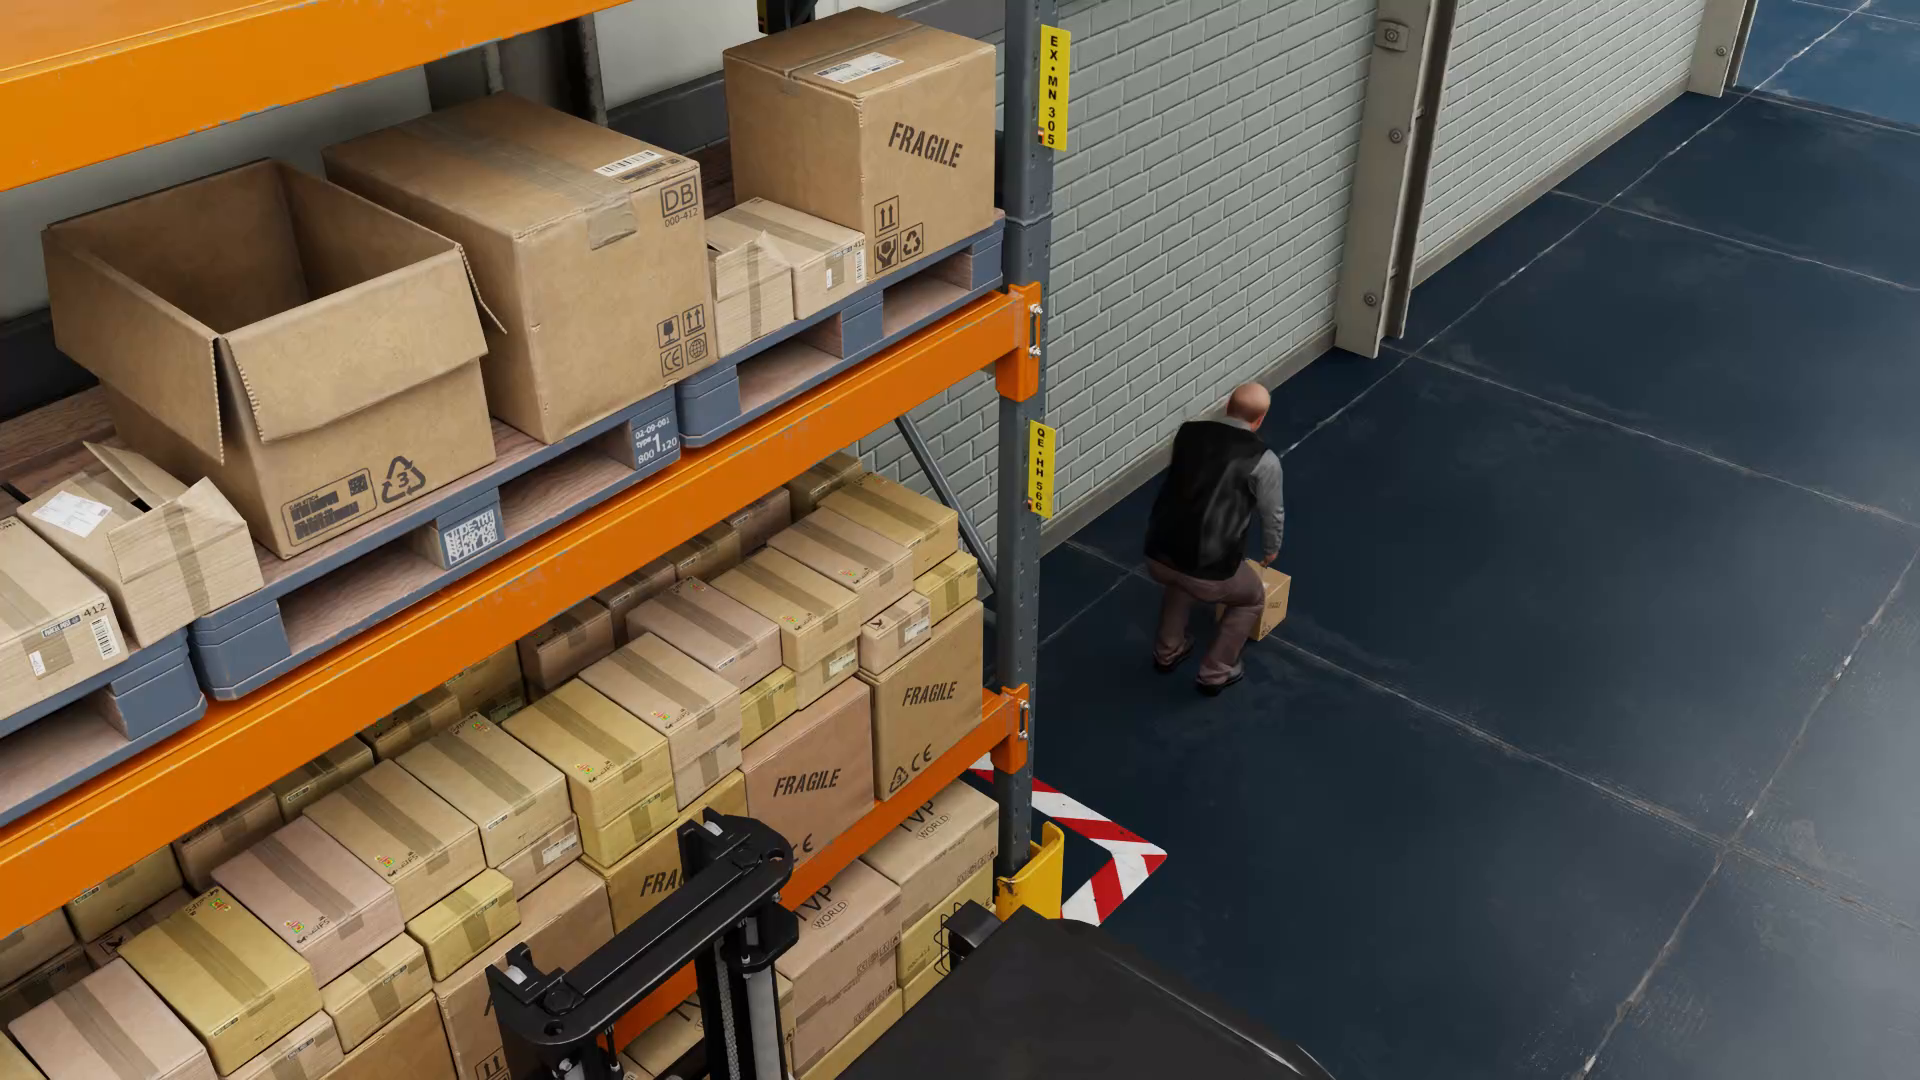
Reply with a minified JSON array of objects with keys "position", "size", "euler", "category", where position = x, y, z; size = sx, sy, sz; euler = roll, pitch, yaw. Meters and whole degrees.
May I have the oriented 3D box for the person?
[{"position":[1.111,0.007,7.465],"size":[0.591,1.375,0.727],"euler":[26,42,32],"category":"person"}]
